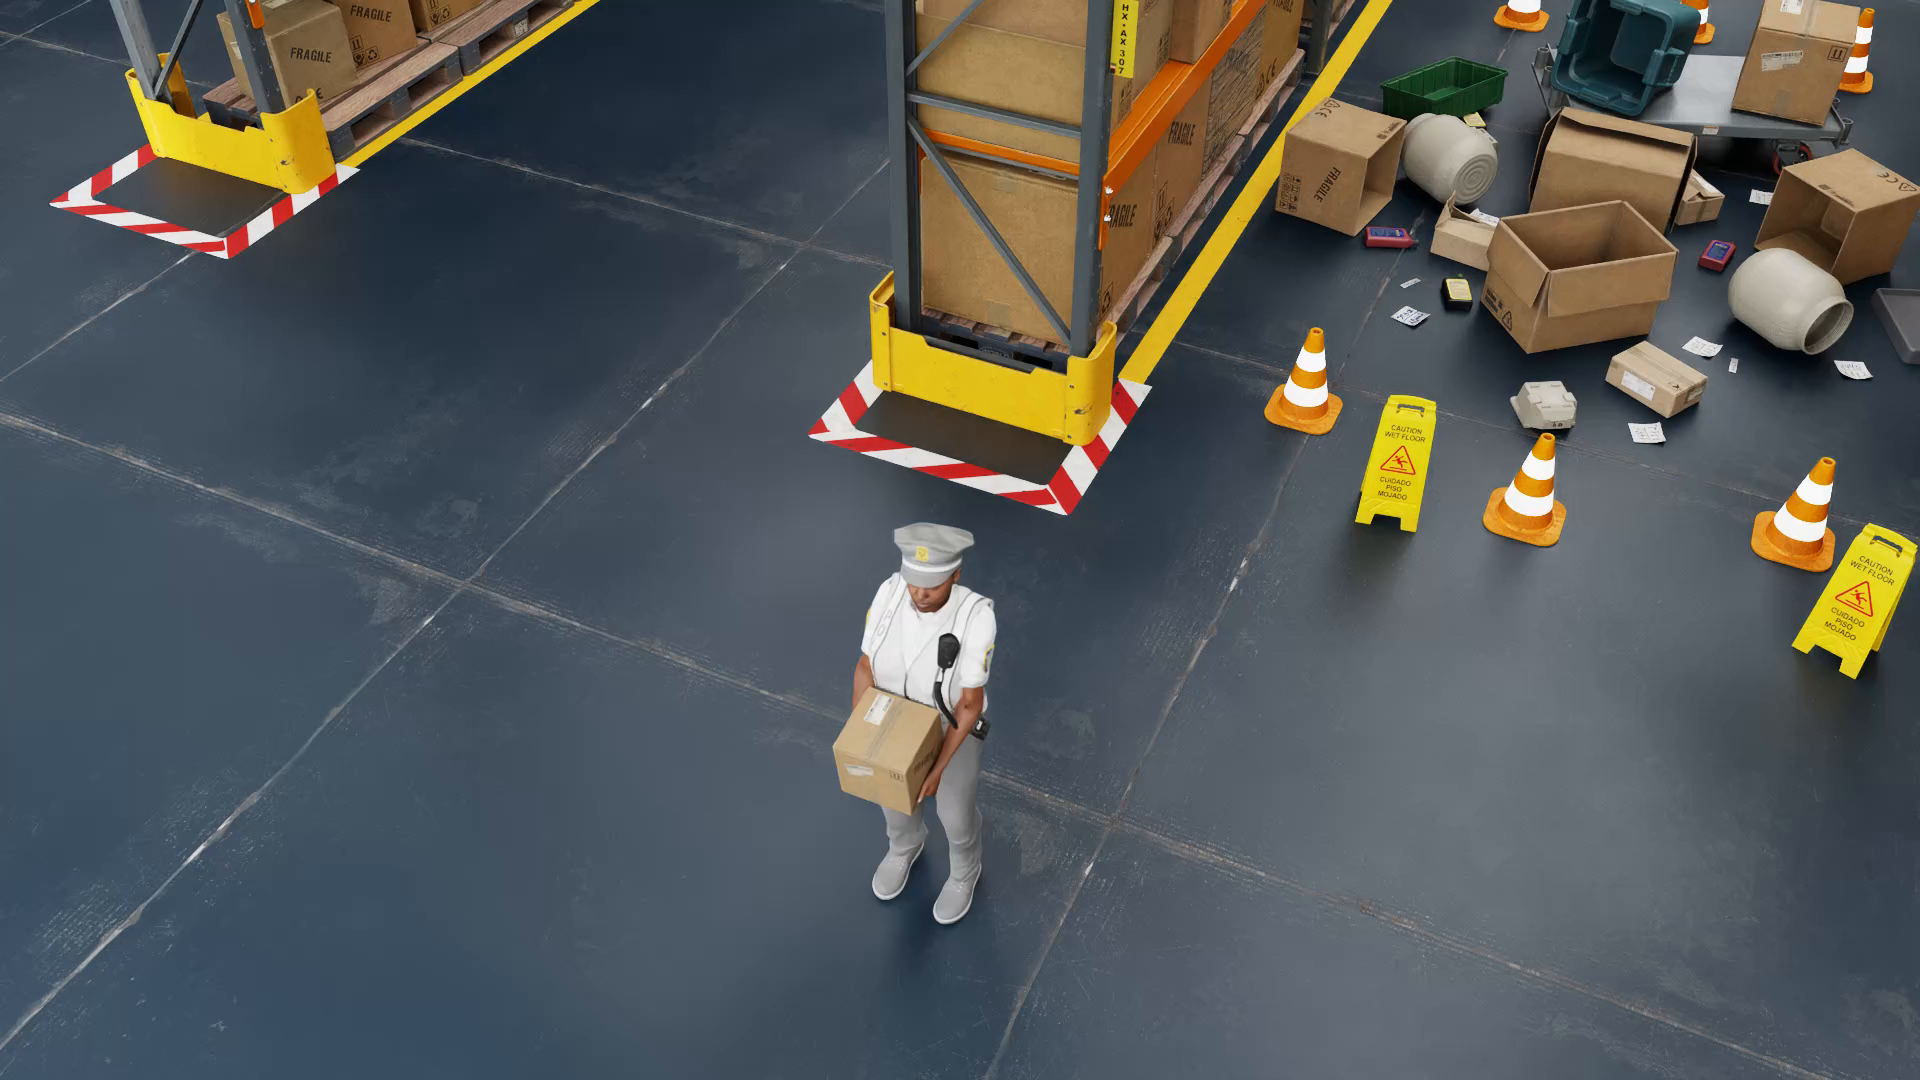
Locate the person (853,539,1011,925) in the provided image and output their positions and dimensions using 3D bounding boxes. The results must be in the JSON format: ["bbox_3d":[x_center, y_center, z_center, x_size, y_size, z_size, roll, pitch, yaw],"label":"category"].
[{"bbox_3d":[-0.099,0.617,5.478,0.532,1.664,0.391,15,44,16],"label":"person"}]
